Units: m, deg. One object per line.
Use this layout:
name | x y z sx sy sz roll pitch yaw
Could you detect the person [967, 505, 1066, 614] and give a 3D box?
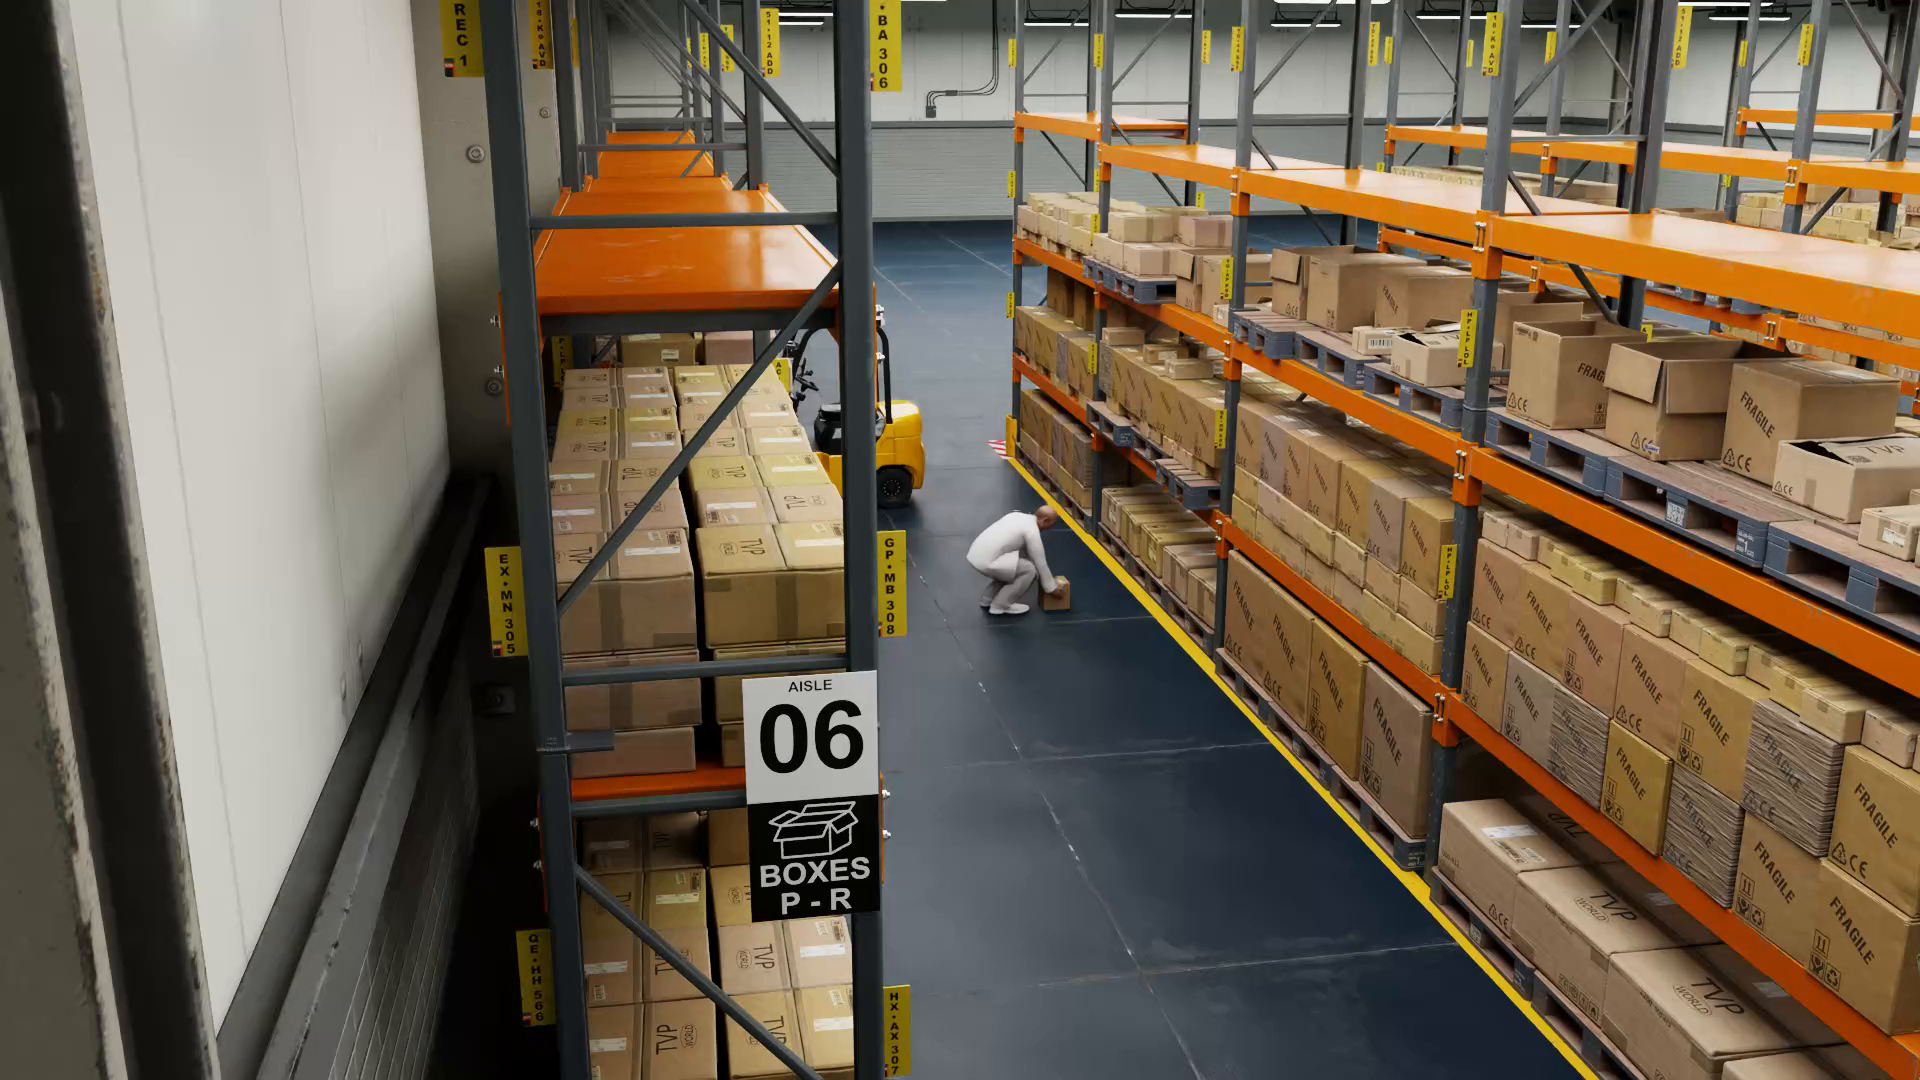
person | 0.508 0.171 15.438 0.903 0.964 0.606 -3 16 -11
